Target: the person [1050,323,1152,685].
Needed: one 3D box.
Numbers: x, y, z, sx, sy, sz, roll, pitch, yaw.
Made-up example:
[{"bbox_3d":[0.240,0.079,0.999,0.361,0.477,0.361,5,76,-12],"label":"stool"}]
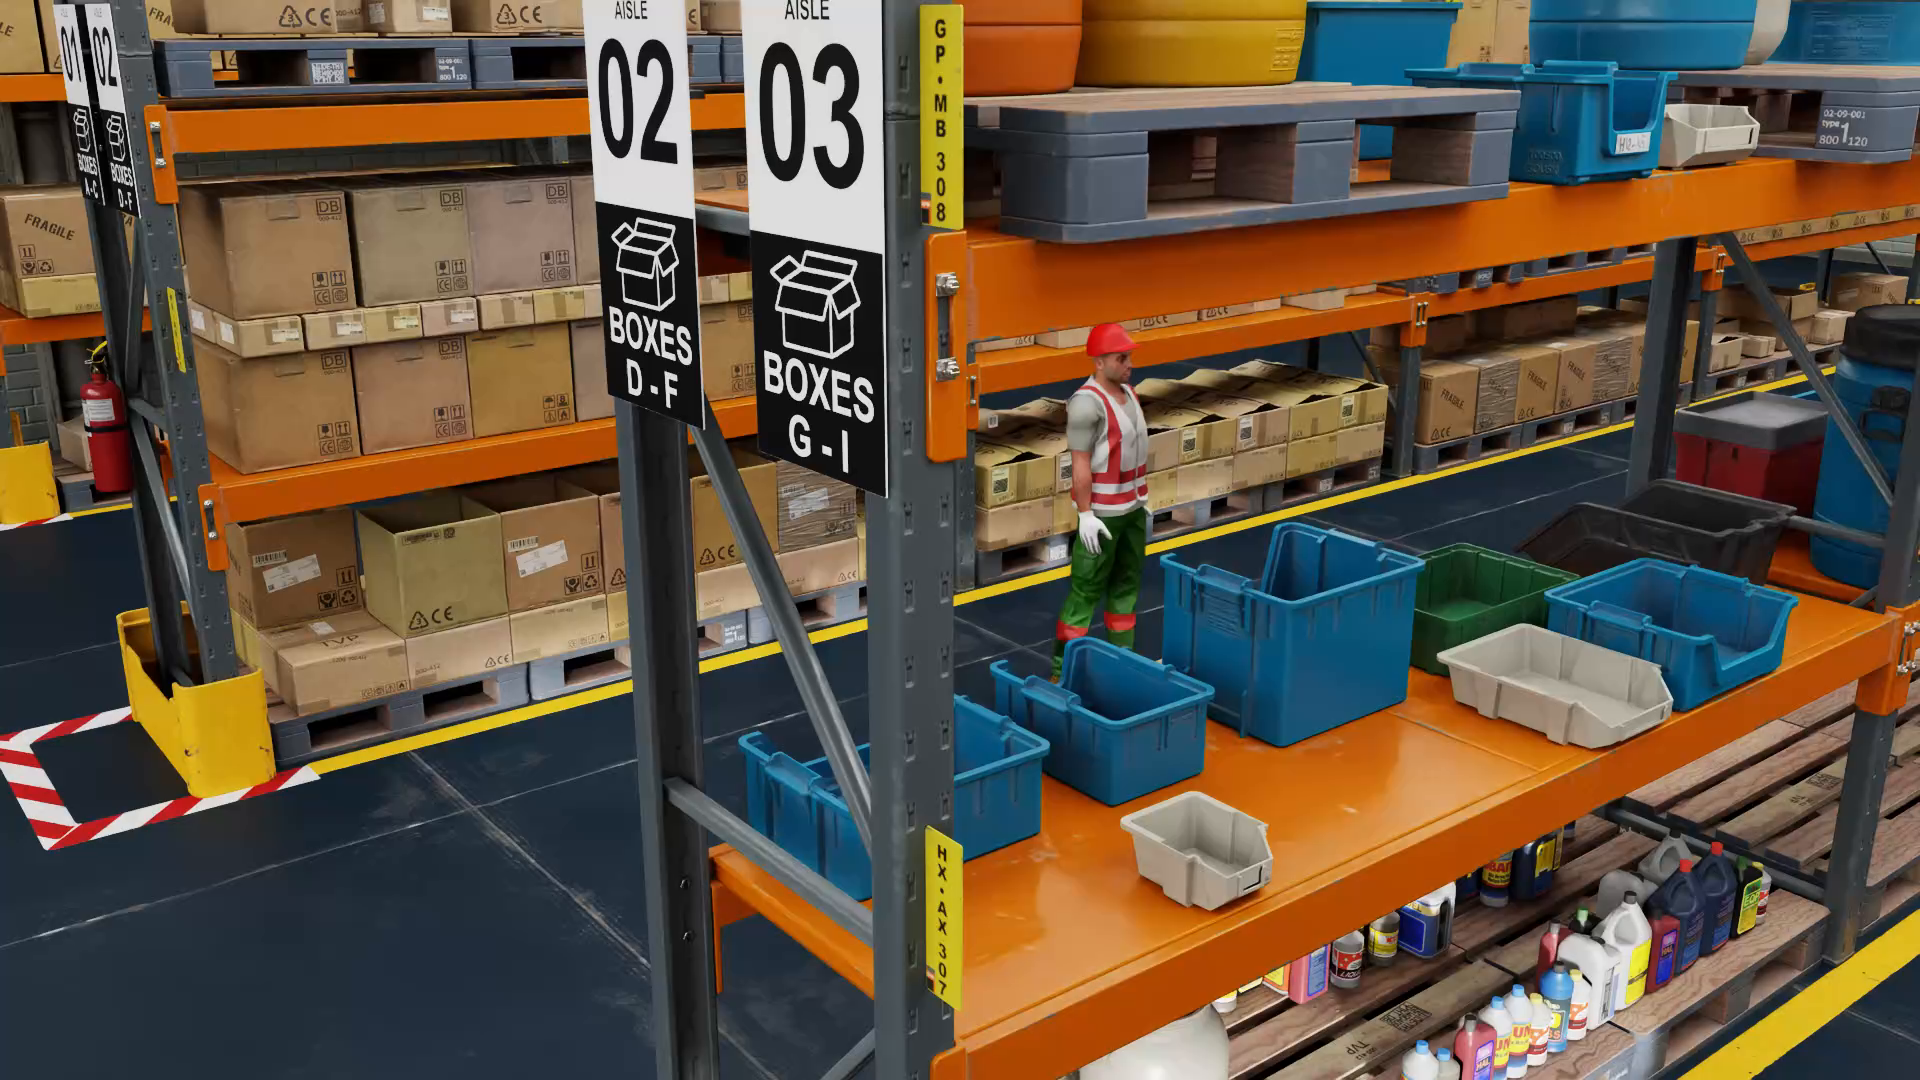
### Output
[{"bbox_3d":[0.751,-0.128,7.929,0.447,1.822,0.572,13,21,35],"label":"person"}]
